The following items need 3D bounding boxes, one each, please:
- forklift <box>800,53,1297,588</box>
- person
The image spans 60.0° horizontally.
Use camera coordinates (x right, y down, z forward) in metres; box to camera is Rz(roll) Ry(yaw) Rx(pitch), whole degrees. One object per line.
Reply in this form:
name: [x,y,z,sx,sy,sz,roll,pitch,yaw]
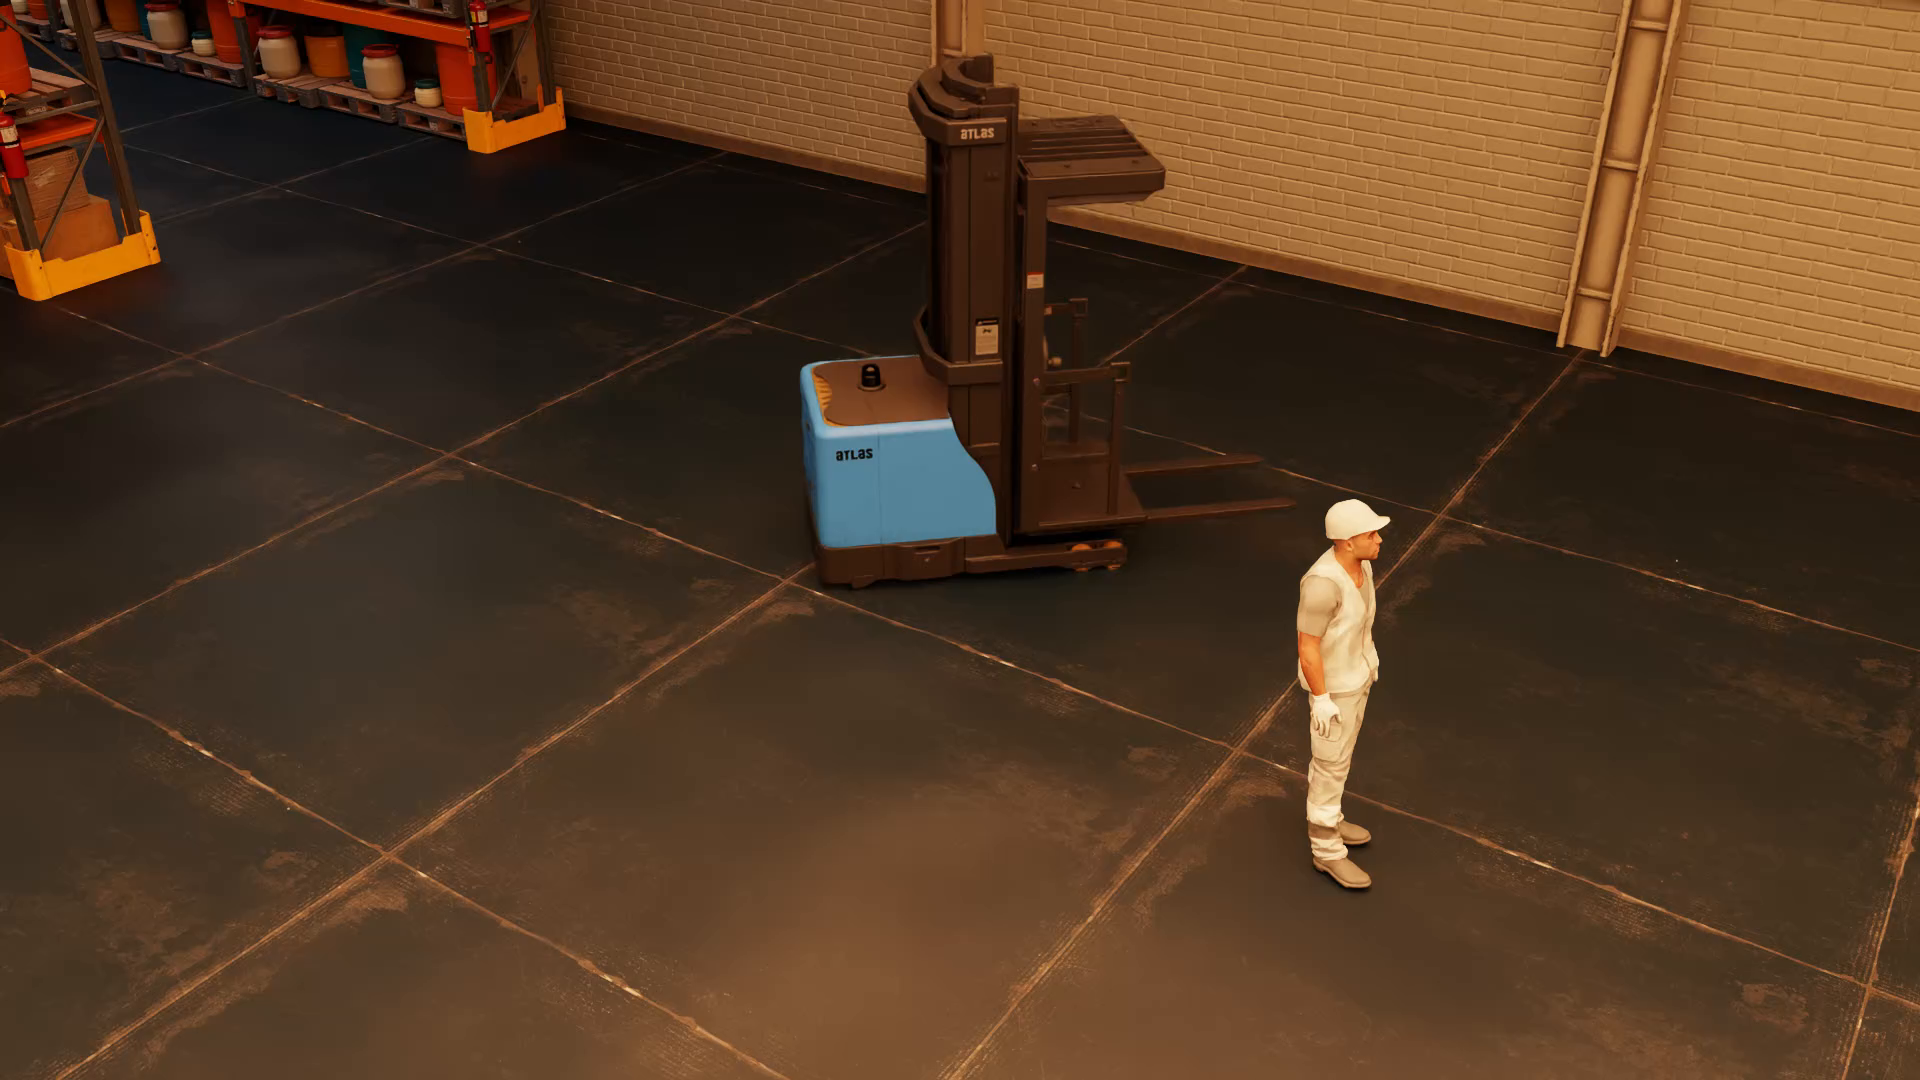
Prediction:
forklift: [0.568,-1.330,9.872,3.031,2.935,1.130,-5,31,-9]
person: [1.795,0.664,7.561,0.564,1.788,0.638,18,35,28]
